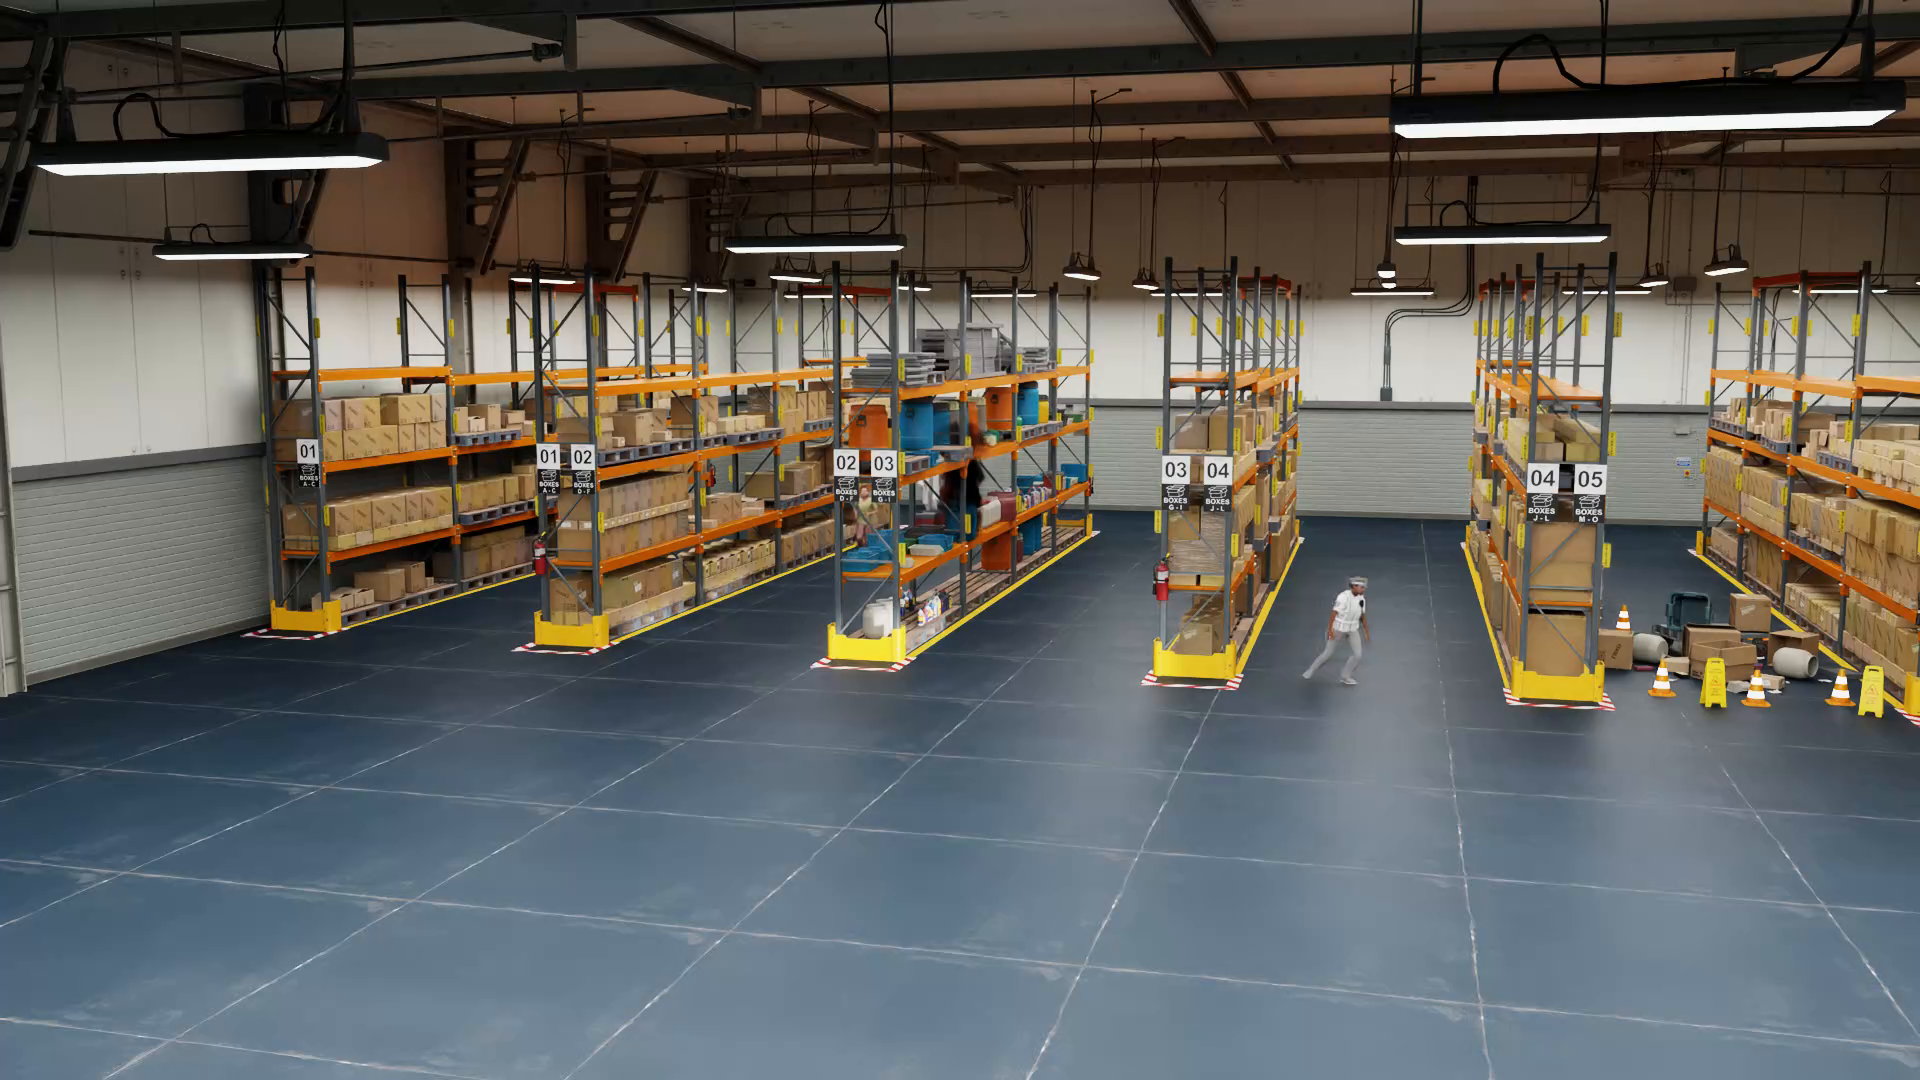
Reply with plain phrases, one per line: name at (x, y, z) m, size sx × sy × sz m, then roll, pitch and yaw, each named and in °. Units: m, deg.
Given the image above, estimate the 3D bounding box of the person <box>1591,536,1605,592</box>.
person at (12.026, 0.314, 31.475) m, size 0.550 × 1.464 × 1.086 m, roll 0°, pitch 7°, yaw -2°

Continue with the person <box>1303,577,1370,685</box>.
person at (5.351, 1.259, 23.496) m, size 0.802 × 1.553 × 0.756 m, roll -3°, pitch 8°, yaw -21°

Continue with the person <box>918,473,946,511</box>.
person at (-0.729, -1.150, 41.630) m, size 0.657 × 1.780 × 0.849 m, roll 1°, pitch 7°, yaw 8°

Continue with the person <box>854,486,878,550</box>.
person at (-2.030, -0.340, 35.594) m, size 0.566 × 1.647 × 0.644 m, roll 1°, pitch 7°, yaw 6°
